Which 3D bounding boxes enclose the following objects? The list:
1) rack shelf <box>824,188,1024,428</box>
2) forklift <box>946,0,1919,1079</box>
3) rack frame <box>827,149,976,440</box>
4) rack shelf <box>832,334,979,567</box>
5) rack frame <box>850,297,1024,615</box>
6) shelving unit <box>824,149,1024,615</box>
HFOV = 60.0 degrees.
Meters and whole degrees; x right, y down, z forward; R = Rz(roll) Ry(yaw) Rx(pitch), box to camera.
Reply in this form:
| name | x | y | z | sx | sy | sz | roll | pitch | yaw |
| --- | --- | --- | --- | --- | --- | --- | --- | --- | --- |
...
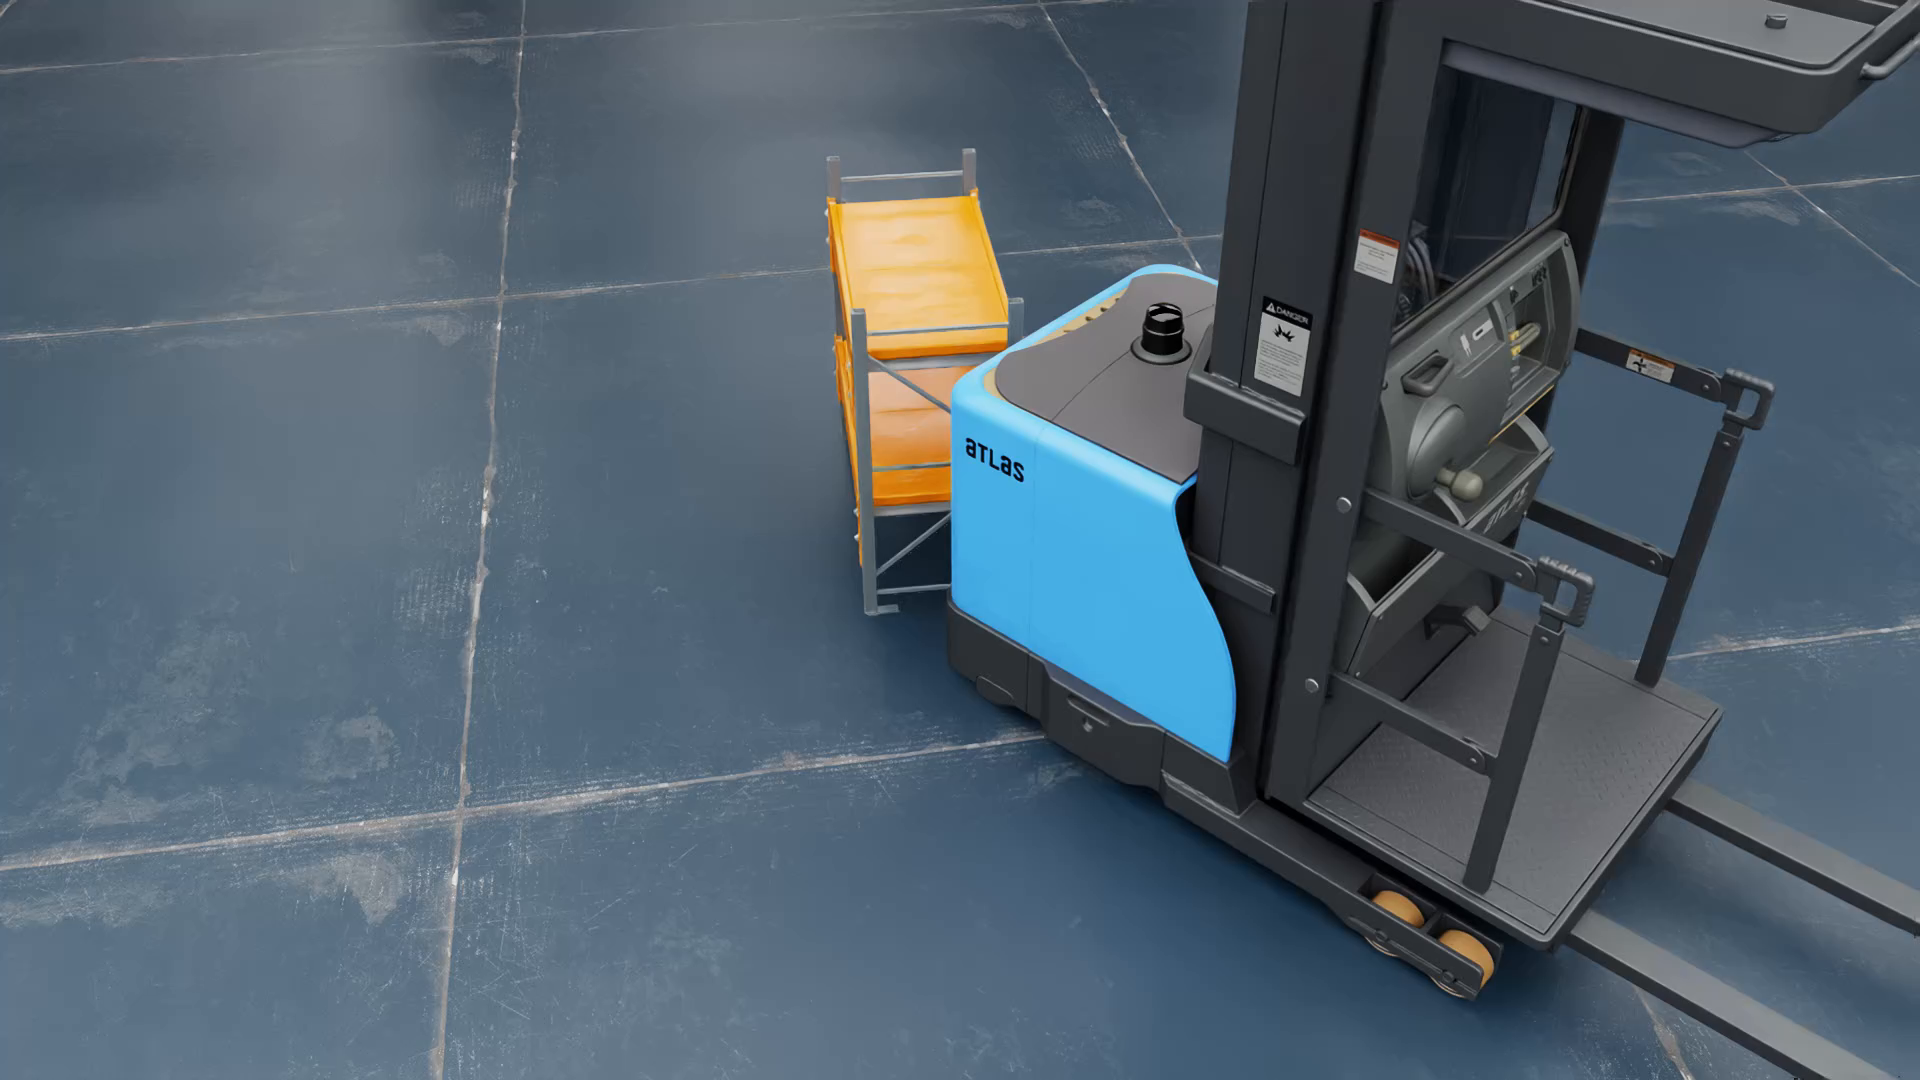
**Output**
| name | x | y | z | sx | sy | sz | roll | pitch | yaw |
| --- | --- | --- | --- | --- | --- | --- | --- | --- | --- |
| rack shelf | -0.131 | -0.770 | 5.348 | 0.538 | 0.278 | 1.000 | -5 | 38 | -6 |
| forklift | 1.394 | -0.360 | 3.825 | 3.031 | 2.935 | 1.130 | 29 | 46 | 32 |
| rack frame | -0.197 | -0.848 | 5.925 | 0.500 | 1.125 | 0.032 | -5 | 38 | -6 |
| rack shelf | -0.131 | -0.346 | 5.677 | 0.538 | 0.278 | 1.000 | -5 | 38 | -6 |
| rack frame | -0.065 | -0.230 | 5.129 | 0.500 | 1.125 | 0.032 | -5 | 38 | -6 |
| shelving unit | -0.131 | -0.539 | 5.527 | 0.538 | 1.125 | 1.048 | -5 | 38 | -6 |
